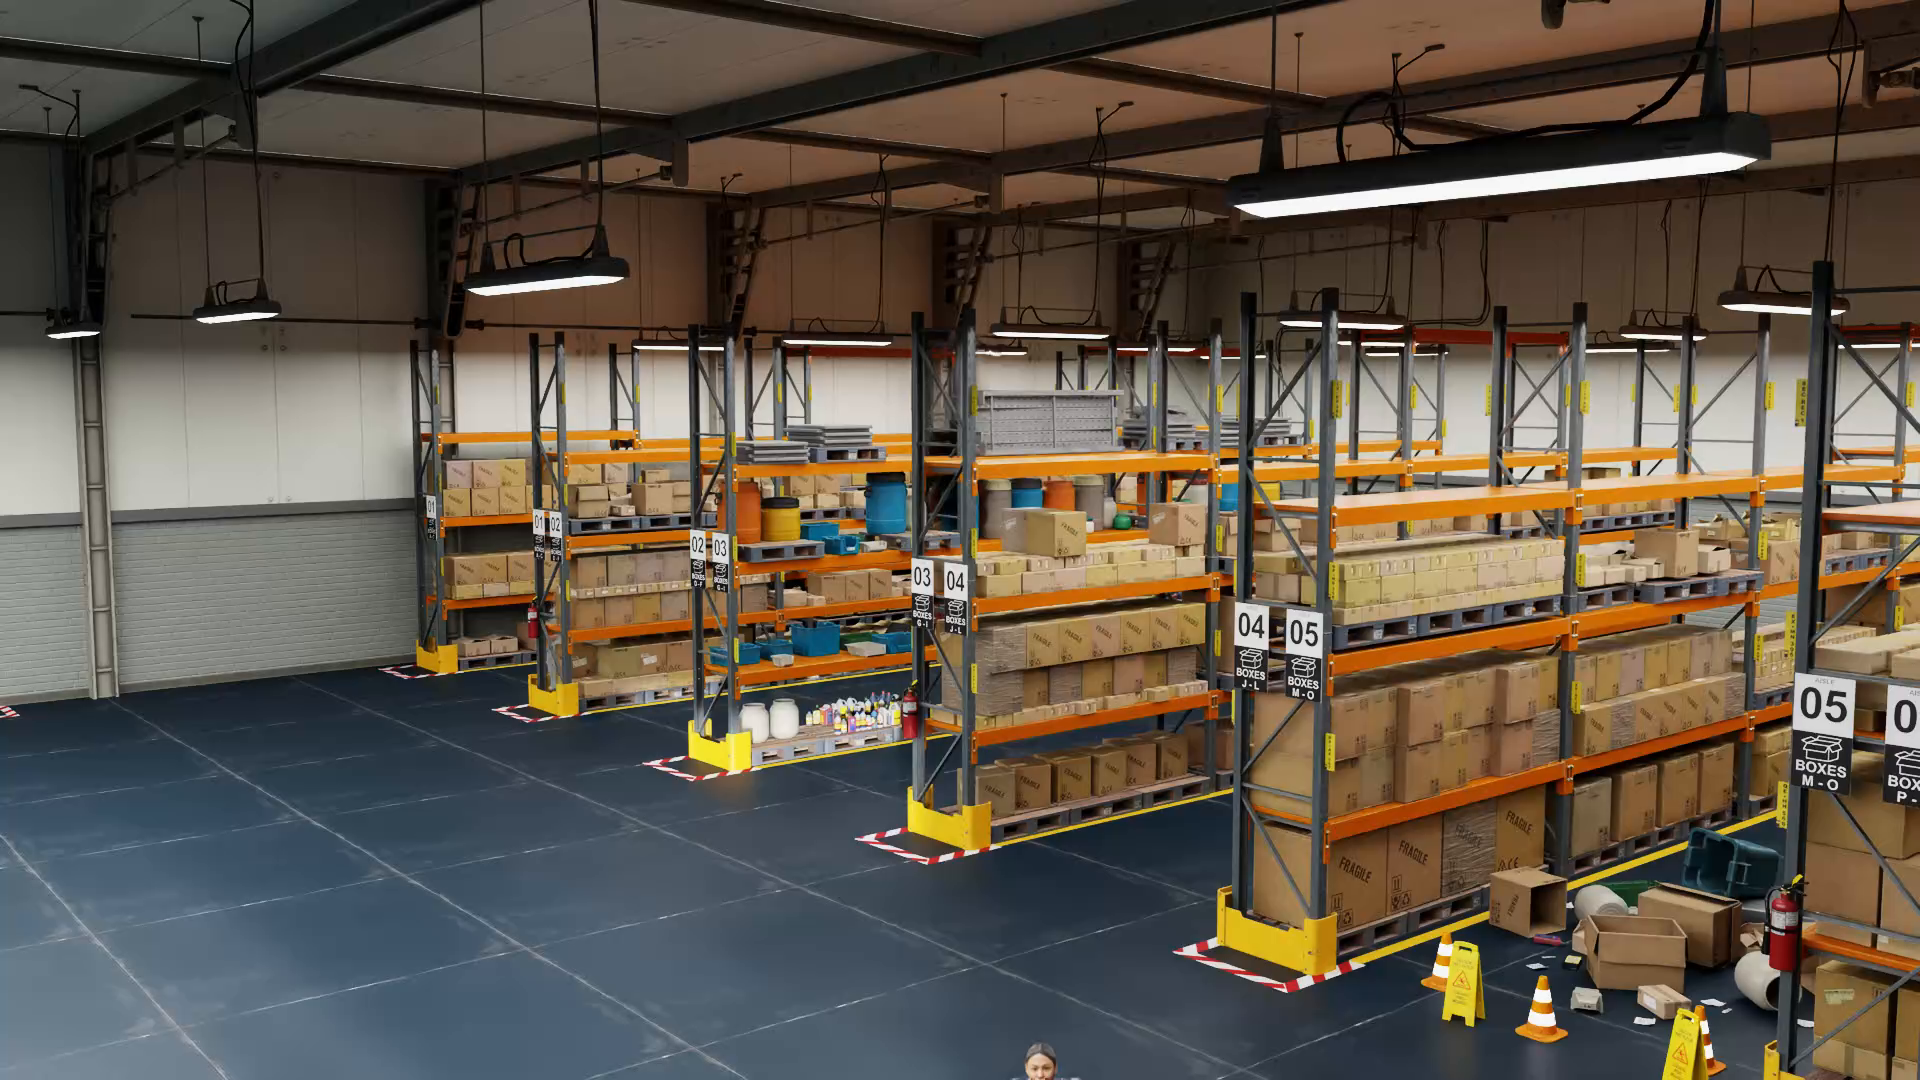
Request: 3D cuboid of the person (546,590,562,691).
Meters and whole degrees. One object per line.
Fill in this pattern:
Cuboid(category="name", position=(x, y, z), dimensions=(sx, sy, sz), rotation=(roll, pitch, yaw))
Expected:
Cuboid(category="person", position=(-6.714, 1.691, 28.130), dimensions=(0.834, 1.735, 0.749), rotation=(-4, 7, -40))

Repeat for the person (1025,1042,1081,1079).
Cuboid(category="person", position=(0.433, 3.582, 9.116), dimensions=(0.597, 1.610, 0.909), rotation=(0, 5, 4))
